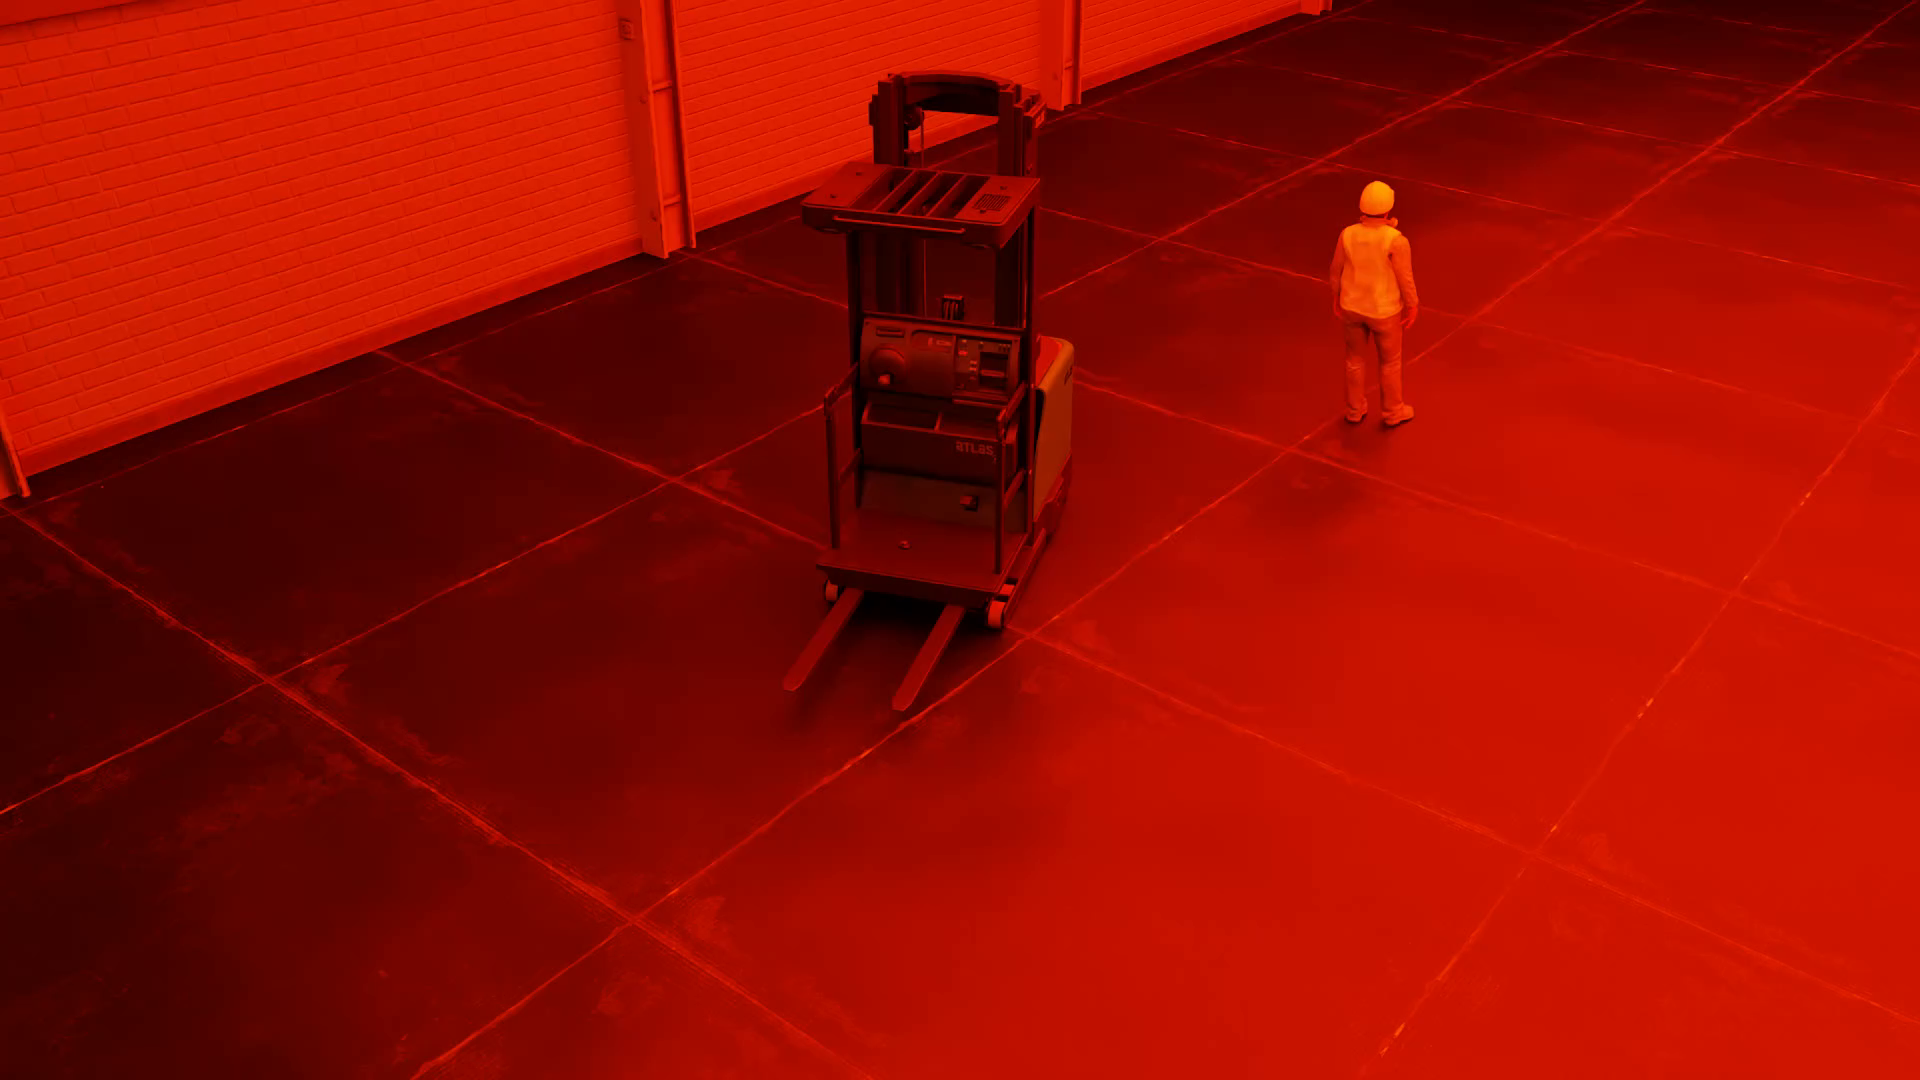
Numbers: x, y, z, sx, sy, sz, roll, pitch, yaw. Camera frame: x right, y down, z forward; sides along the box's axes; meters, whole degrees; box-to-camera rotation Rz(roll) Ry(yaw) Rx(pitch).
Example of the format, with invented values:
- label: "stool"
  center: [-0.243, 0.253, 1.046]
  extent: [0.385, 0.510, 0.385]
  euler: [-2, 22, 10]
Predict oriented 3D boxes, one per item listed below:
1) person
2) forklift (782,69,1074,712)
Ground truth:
- label: "person"
  center: [2.894, -1.653, 11.558]
  extent: [0.629, 1.774, 0.566]
  euler: [20, 36, 30]
- label: "forklift"
  center: [-0.176, -0.972, 9.258]
  extent: [1.130, 2.935, 3.031]
  euler: [9, 31, 14]
